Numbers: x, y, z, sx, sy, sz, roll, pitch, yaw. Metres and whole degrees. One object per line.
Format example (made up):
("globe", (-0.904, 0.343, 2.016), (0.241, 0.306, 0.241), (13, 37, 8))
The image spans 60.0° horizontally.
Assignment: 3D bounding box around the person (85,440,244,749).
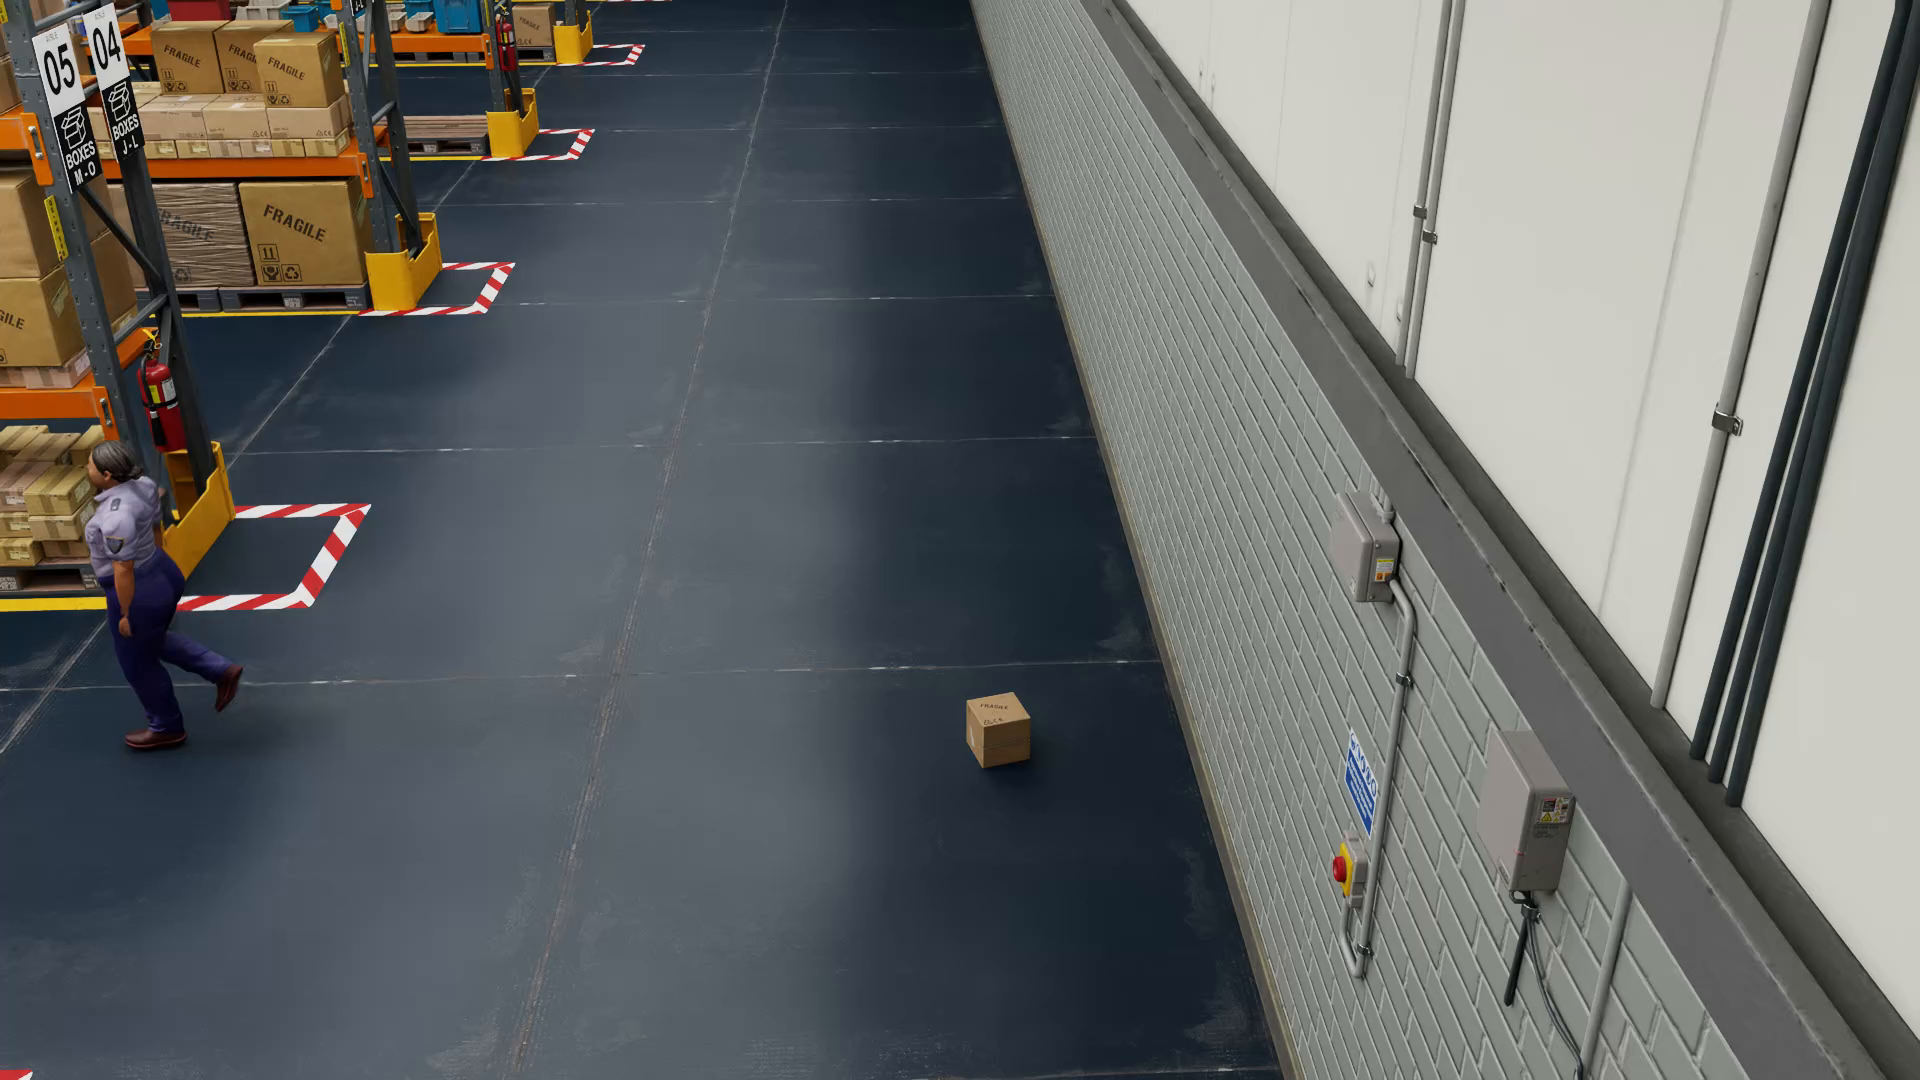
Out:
("person", (-3.931, 0.253, 8.109), (0.577, 1.635, 0.474), (-2, 28, -4))
